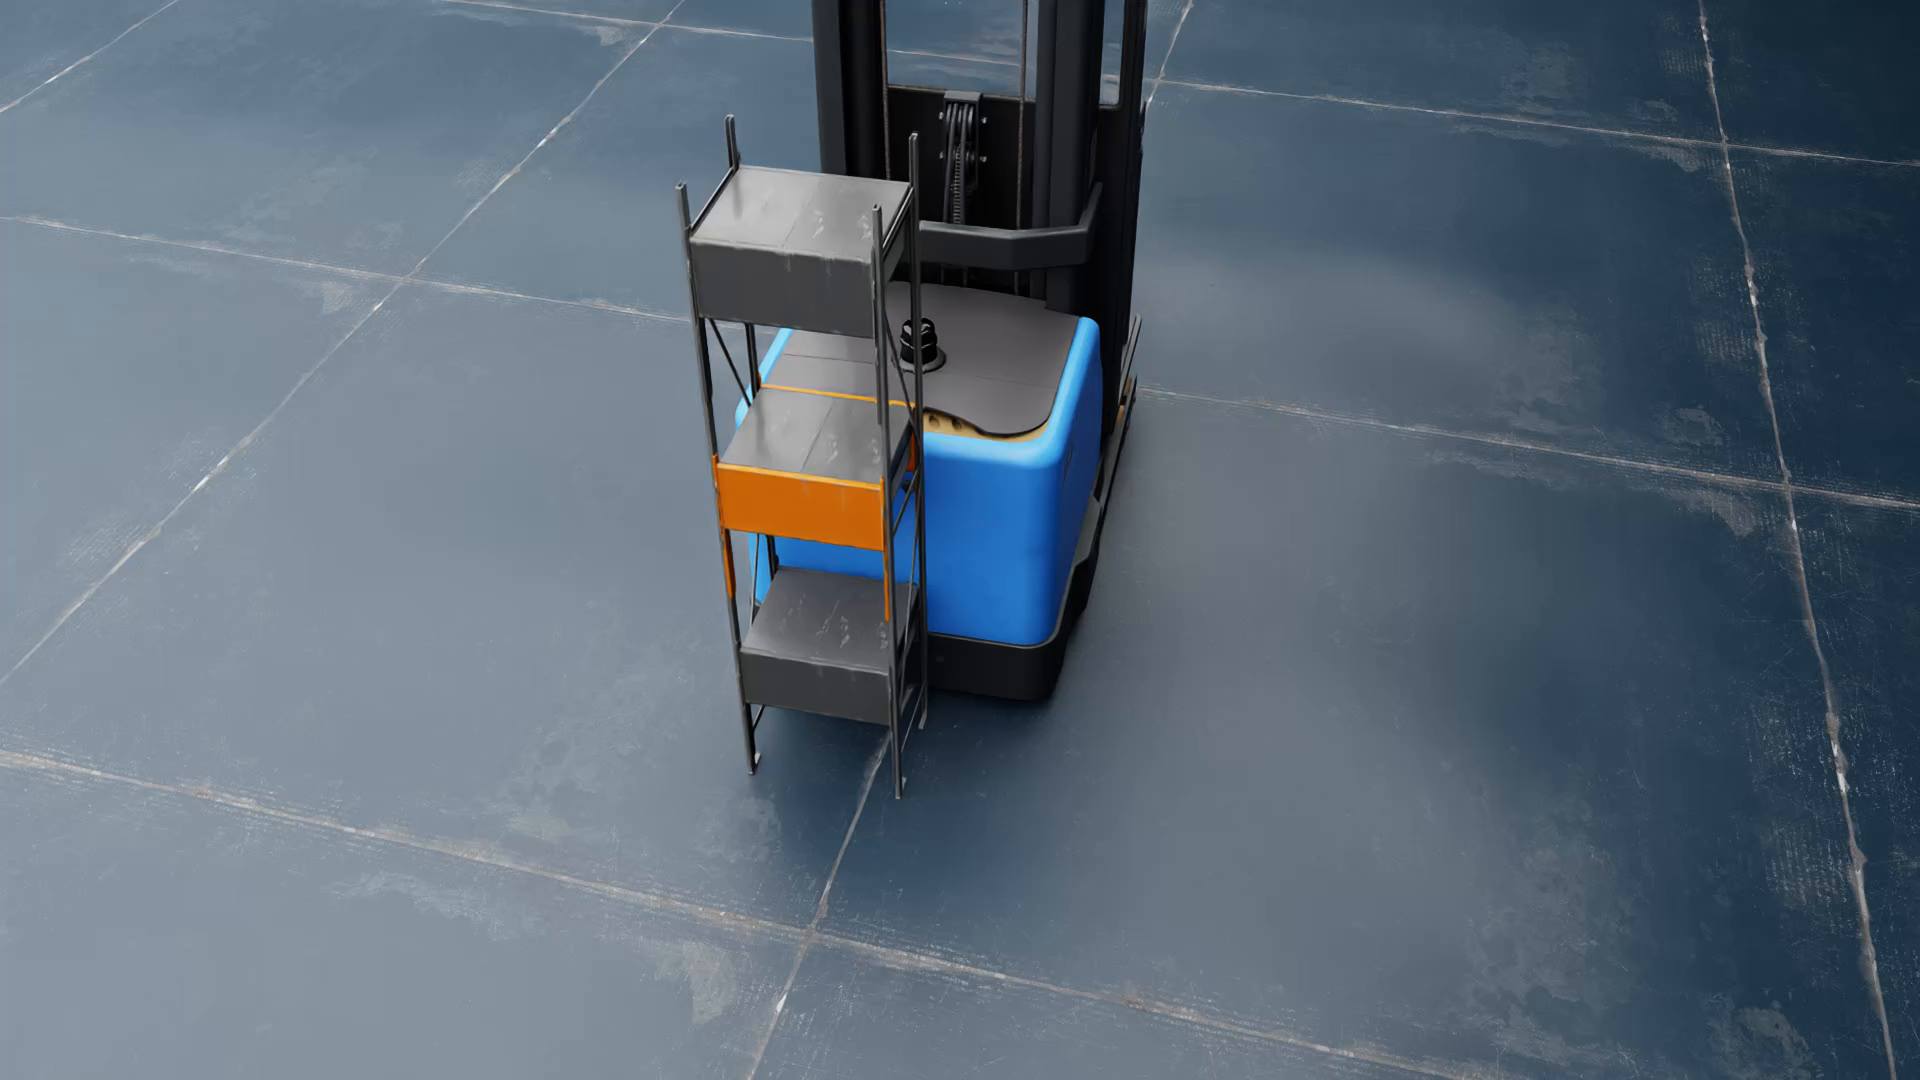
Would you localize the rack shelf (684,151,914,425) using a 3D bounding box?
[{"bbox_3d":[-0.394,-0.659,4.332,0.480,0.518,0.431,8,41,10],"label":"rack shelf"}]

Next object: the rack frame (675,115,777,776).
[{"bbox_3d":[-0.632,-0.170,4.817,0.015,2.100,0.400,8,41,10],"label":"rack frame"}]

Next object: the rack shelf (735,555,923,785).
[{"bbox_3d":[-0.392,0.408,5.239,0.480,0.518,0.431,8,41,10],"label":"rack shelf"}]

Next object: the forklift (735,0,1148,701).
[{"bbox_3d":[0.112,-1.546,5.811,1.130,2.935,3.031,8,41,9],"label":"forklift"}]

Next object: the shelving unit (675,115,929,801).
[{"bbox_3d":[-0.393,-0.136,4.777,0.503,2.100,0.431,8,41,10],"label":"shelving unit"}]

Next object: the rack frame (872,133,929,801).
[{"bbox_3d":[-0.155,-0.102,4.736,0.015,2.100,0.400,8,41,10],"label":"rack frame"}]

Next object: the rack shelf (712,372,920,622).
[{"bbox_3d":[-0.393,-0.125,4.786,0.480,0.518,0.431,8,41,10],"label":"rack shelf"}]
